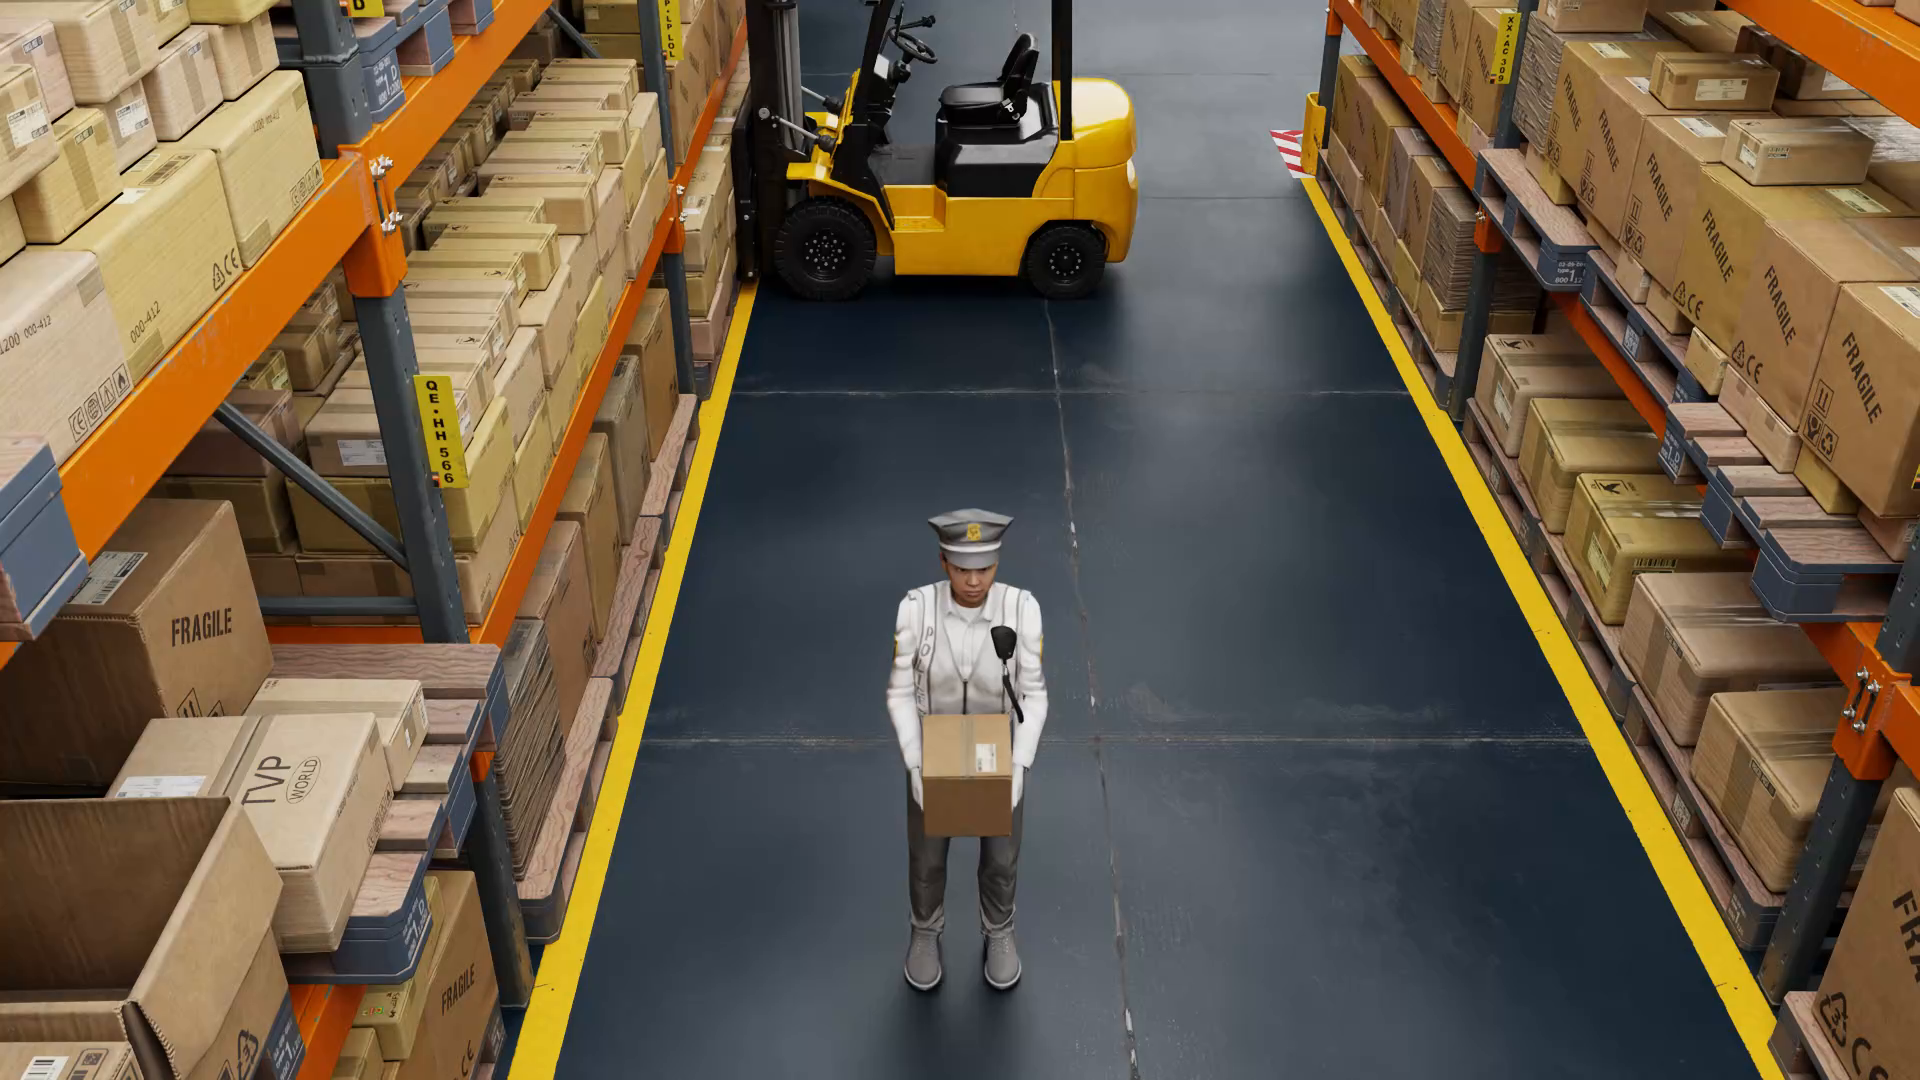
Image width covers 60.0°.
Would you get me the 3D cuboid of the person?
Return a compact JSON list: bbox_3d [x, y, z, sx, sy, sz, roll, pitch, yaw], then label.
[{"bbox_3d":[0.022,0.684,4.998,0.482,1.692,0.517,0,32,-1],"label":"person"}]
